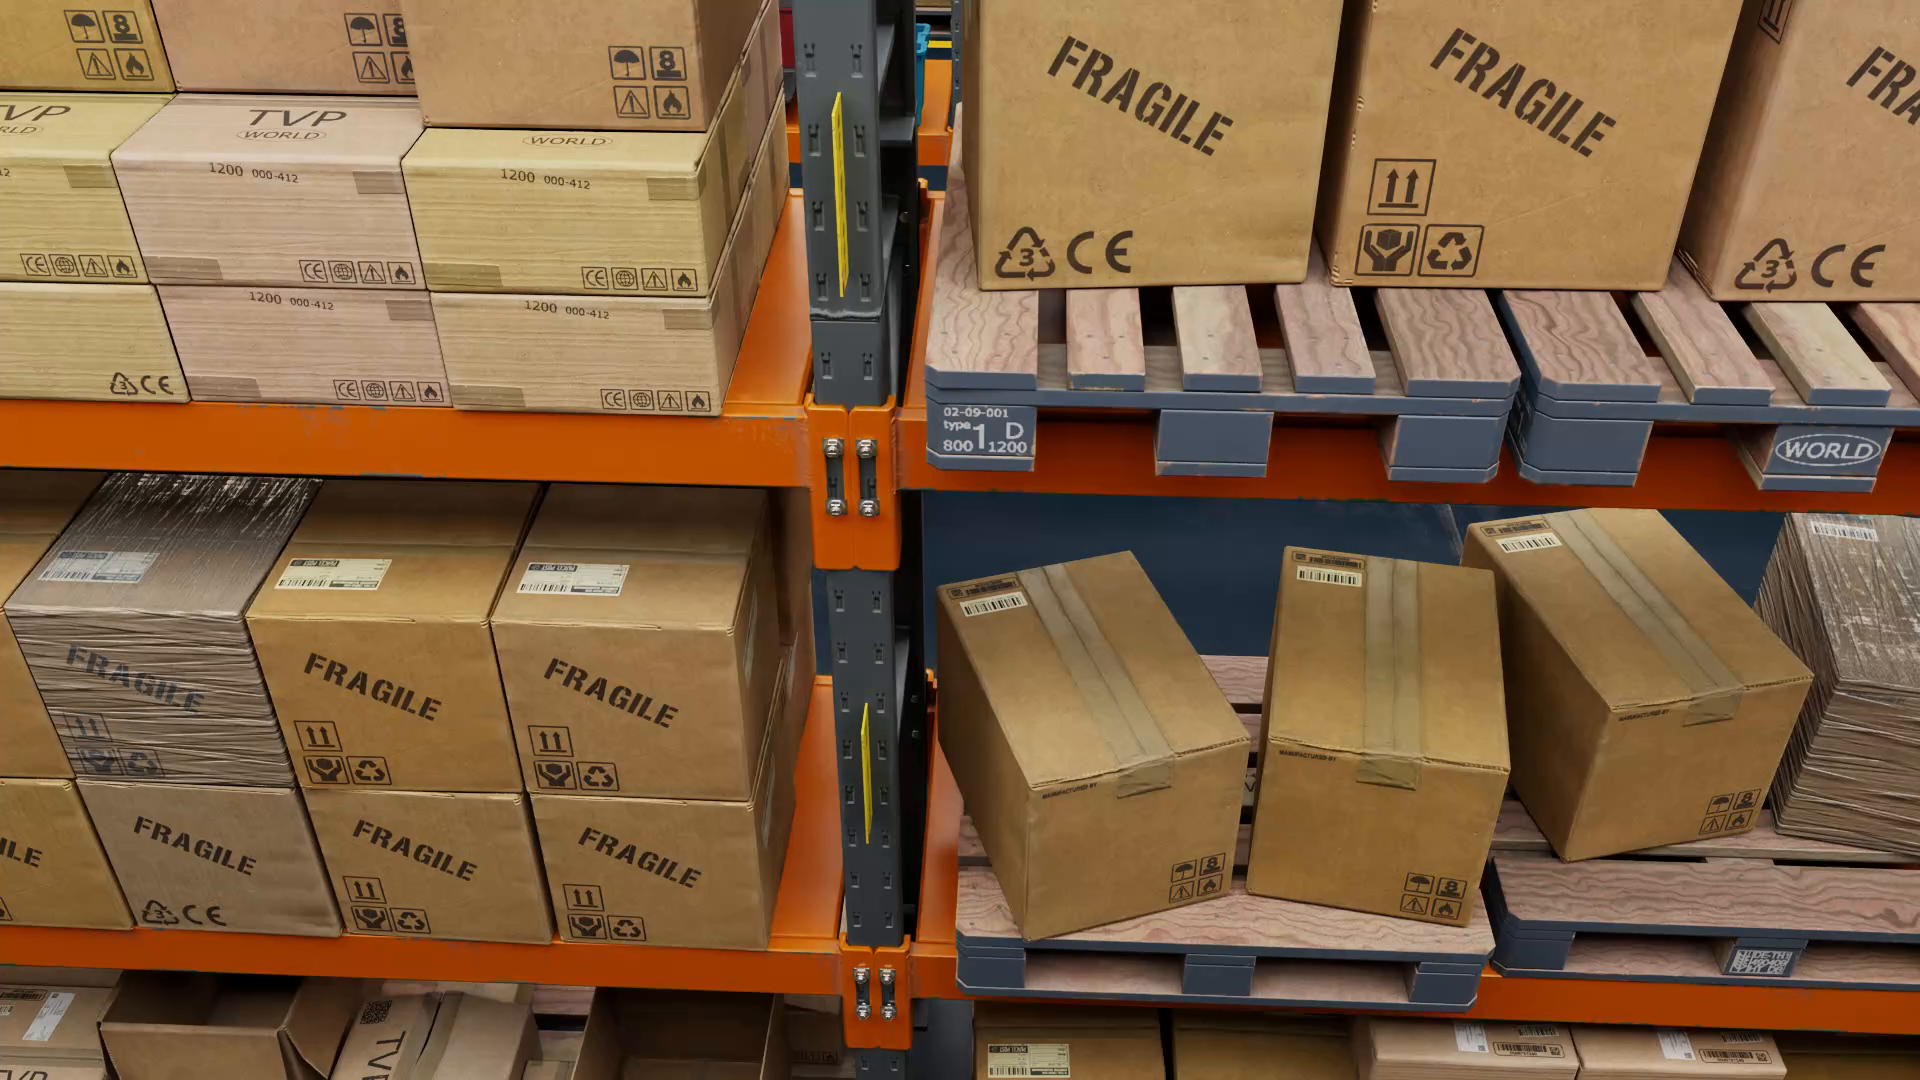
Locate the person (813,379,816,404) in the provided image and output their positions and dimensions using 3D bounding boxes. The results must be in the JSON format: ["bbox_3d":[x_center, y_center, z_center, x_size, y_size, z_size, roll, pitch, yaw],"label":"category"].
[{"bbox_3d":[-0.481,-0.721,7.143,0.480,1.592,0.350,-1,36,-1],"label":"person"}]
